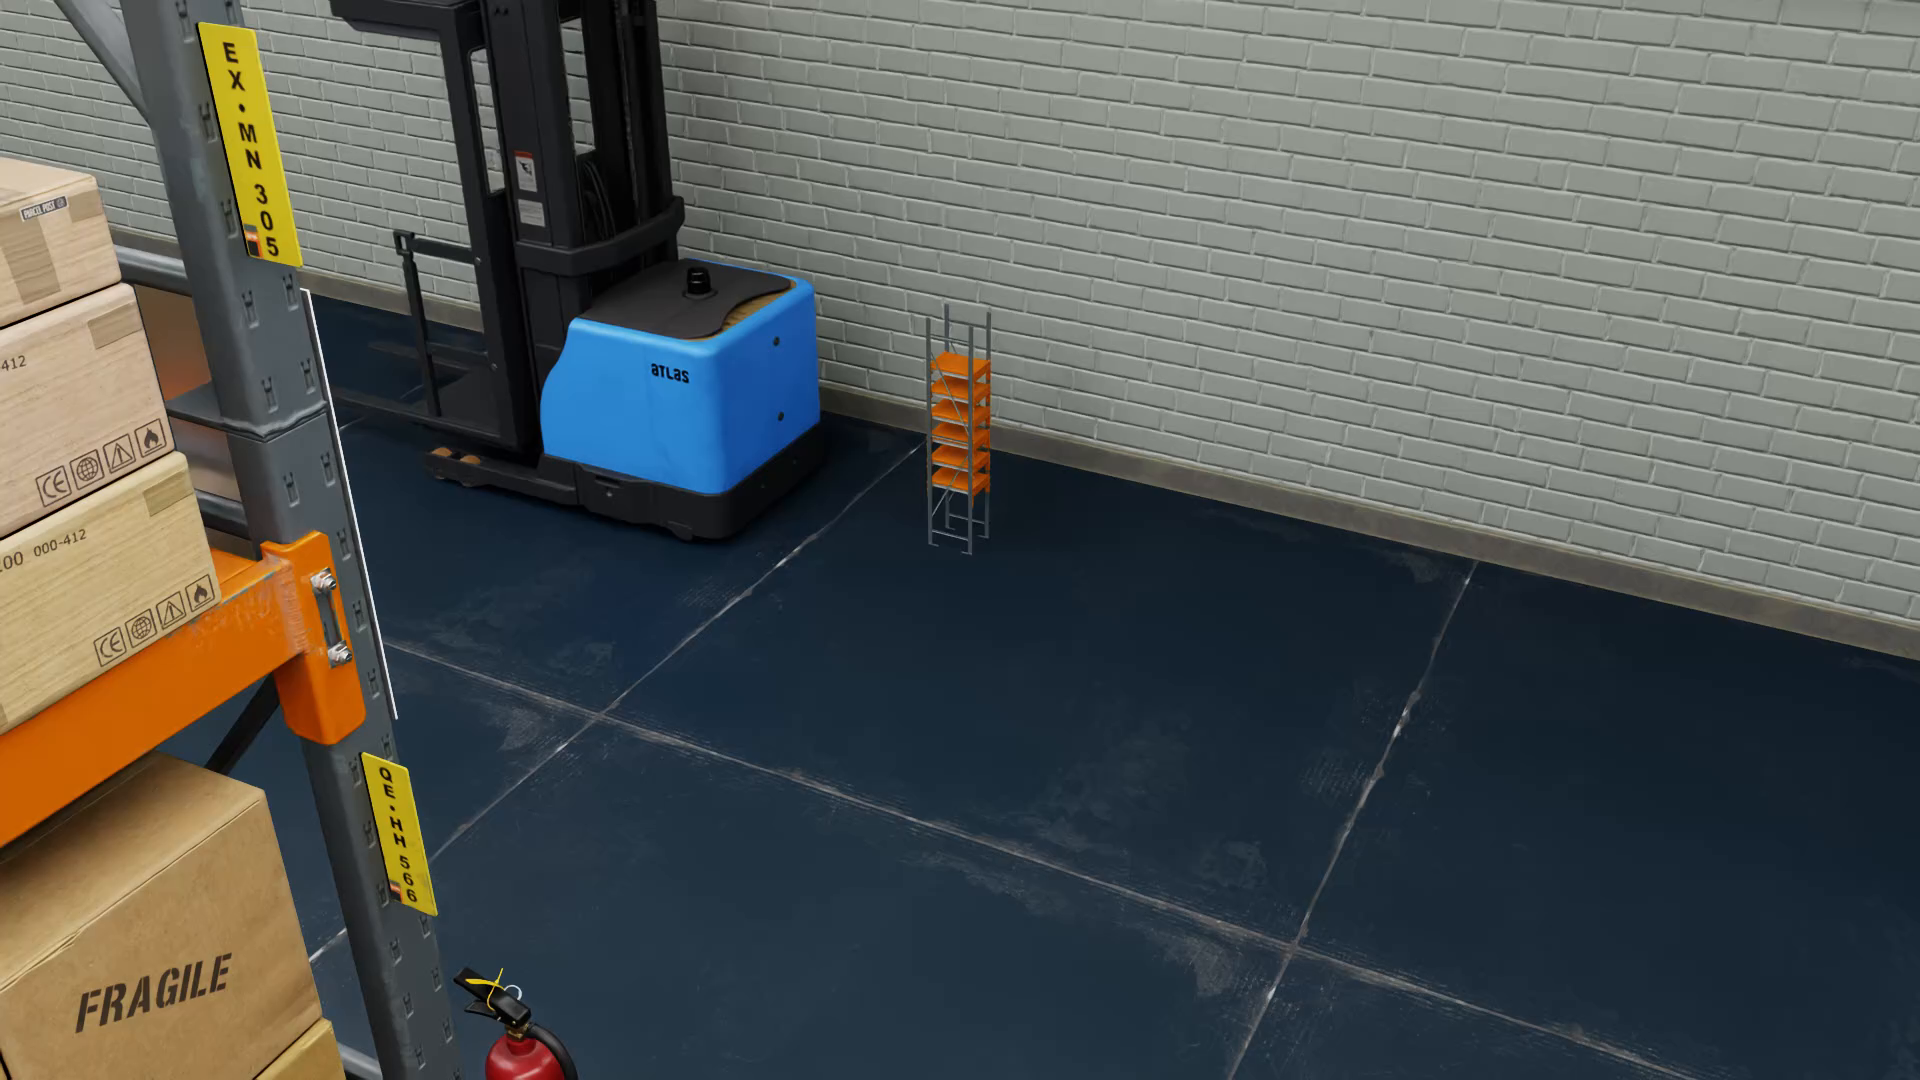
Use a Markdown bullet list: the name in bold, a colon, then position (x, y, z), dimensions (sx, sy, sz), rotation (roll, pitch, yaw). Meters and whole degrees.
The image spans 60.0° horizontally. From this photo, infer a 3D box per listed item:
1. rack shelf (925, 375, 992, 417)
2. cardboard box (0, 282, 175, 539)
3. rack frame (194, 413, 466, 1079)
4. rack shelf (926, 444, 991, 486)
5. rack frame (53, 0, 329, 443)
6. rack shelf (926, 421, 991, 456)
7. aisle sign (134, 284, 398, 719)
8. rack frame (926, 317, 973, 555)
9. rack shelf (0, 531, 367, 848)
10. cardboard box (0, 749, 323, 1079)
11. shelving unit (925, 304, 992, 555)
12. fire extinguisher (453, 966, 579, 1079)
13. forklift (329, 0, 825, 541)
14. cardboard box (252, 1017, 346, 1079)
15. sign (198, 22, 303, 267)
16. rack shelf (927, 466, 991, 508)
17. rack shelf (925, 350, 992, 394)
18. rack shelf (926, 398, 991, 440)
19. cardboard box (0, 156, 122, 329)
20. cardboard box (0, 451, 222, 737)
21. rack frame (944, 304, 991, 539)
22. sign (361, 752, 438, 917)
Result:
- **rack shelf**: position (-0.007, -0.683, 7.843), dimensions (0.258, 0.103, 0.180), rotation (14, 33, 23)
- **cardboard box**: position (-1.434, -0.175, 2.180), dimensions (0.500, 0.250, 0.500), rotation (13, 32, 22)
- **rack frame**: position (-1.451, 1.015, 3.470), dimensions (1.000, 3.000, 0.127), rotation (14, 33, 23)
- **rack shelf**: position (-0.007, -0.371, 8.022), dimensions (0.258, 0.103, 0.180), rotation (14, 33, 23)
- **rack frame**: position (-1.451, -1.586, 1.976), dimensions (1.000, 3.000, 0.127), rotation (14, 33, 23)
- **rack shelf**: position (-0.007, -0.475, 7.962), dimensions (0.258, 0.103, 0.180), rotation (14, 33, 23)
- **aisle sign**: position (-1.150, -0.076, 2.760), dimensions (0.394, 0.787, 0.004), rotation (14, 33, 23)
- **rack frame**: position (-0.048, -0.473, 7.869), dimensions (0.240, 1.200, 0.006), rotation (14, 33, 23)
- **rack shelf**: position (-2.362, 0.913, 1.358), dimensions (1.077, 0.370, 4.000), rotation (14, 33, 23)
- **cardboard box**: position (-1.438, 0.669, 2.670), dimensions (0.500, 0.500, 0.500), rotation (14, 33, 22)
- **shelving unit**: position (-0.007, -0.514, 7.940), dimensions (0.258, 1.200, 0.189), rotation (14, 33, 23)
- **fire extinguisher**: position (-0.925, 1.204, 3.594), dimensions (0.296, 0.674, 0.183), rotation (14, 33, 23)
- **forklift**: position (-2.270, -1.766, 8.382), dimensions (3.031, 2.935, 1.130), rotation (14, 33, 23)
- **cardboard box**: position (-1.426, 1.101, 2.922), dimensions (0.500, 0.500, 0.500), rotation (15, 33, 24)
- **sign**: position (-0.966, -0.535, 2.268), dimensions (0.100, 0.325, 0.005), rotation (14, 33, 23)
- **rack shelf**: position (-0.007, -0.267, 8.082), dimensions (0.258, 0.103, 0.180), rotation (14, 33, 23)
- **rack shelf**: position (-0.007, -0.788, 7.783), dimensions (0.258, 0.103, 0.180), rotation (14, 33, 23)
- **rack shelf**: position (-0.007, -0.579, 7.902), dimensions (0.258, 0.103, 0.180), rotation (14, 33, 23)
- **cardboard box**: position (-1.340, -0.396, 2.164), dimensions (0.380, 0.149, 0.250), rotation (14, 33, 23)
- **cardboard box**: position (-1.422, 0.041, 2.305), dimensions (0.500, 0.250, 0.500), rotation (14, 33, 22)
- **rack frame**: position (0.035, -0.554, 8.011), dimensions (0.240, 1.200, 0.006), rotation (14, 33, 23)
- **sign**: position (-0.966, 0.511, 2.868), dimensions (0.100, 0.325, 0.005), rotation (14, 33, 23)
